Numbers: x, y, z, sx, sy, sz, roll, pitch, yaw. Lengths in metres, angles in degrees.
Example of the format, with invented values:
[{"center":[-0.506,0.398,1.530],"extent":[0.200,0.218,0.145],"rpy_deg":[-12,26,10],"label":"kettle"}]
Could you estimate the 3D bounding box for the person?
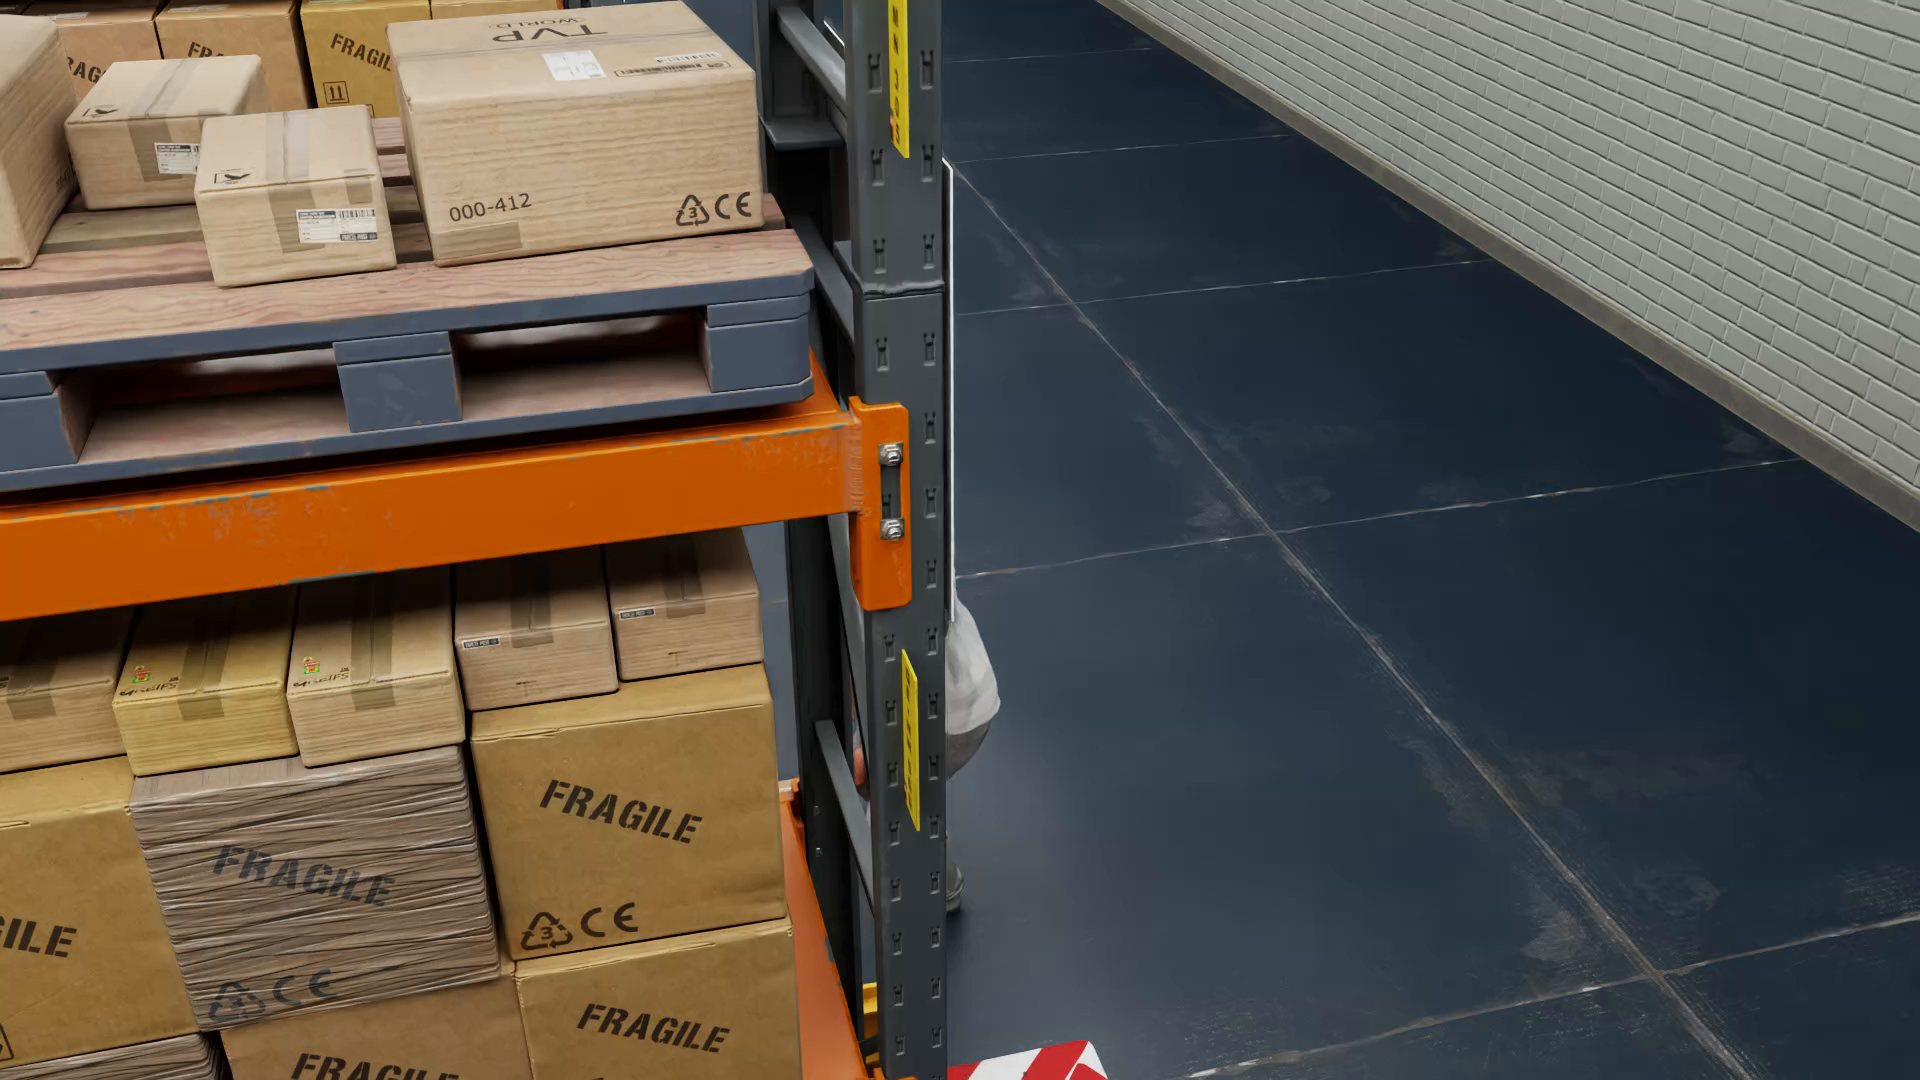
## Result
[{"center":[-0.201,0.546,5.358],"extent":[0.649,1.584,0.586],"rpy_deg":[-7,31,-13],"label":"person"}]
